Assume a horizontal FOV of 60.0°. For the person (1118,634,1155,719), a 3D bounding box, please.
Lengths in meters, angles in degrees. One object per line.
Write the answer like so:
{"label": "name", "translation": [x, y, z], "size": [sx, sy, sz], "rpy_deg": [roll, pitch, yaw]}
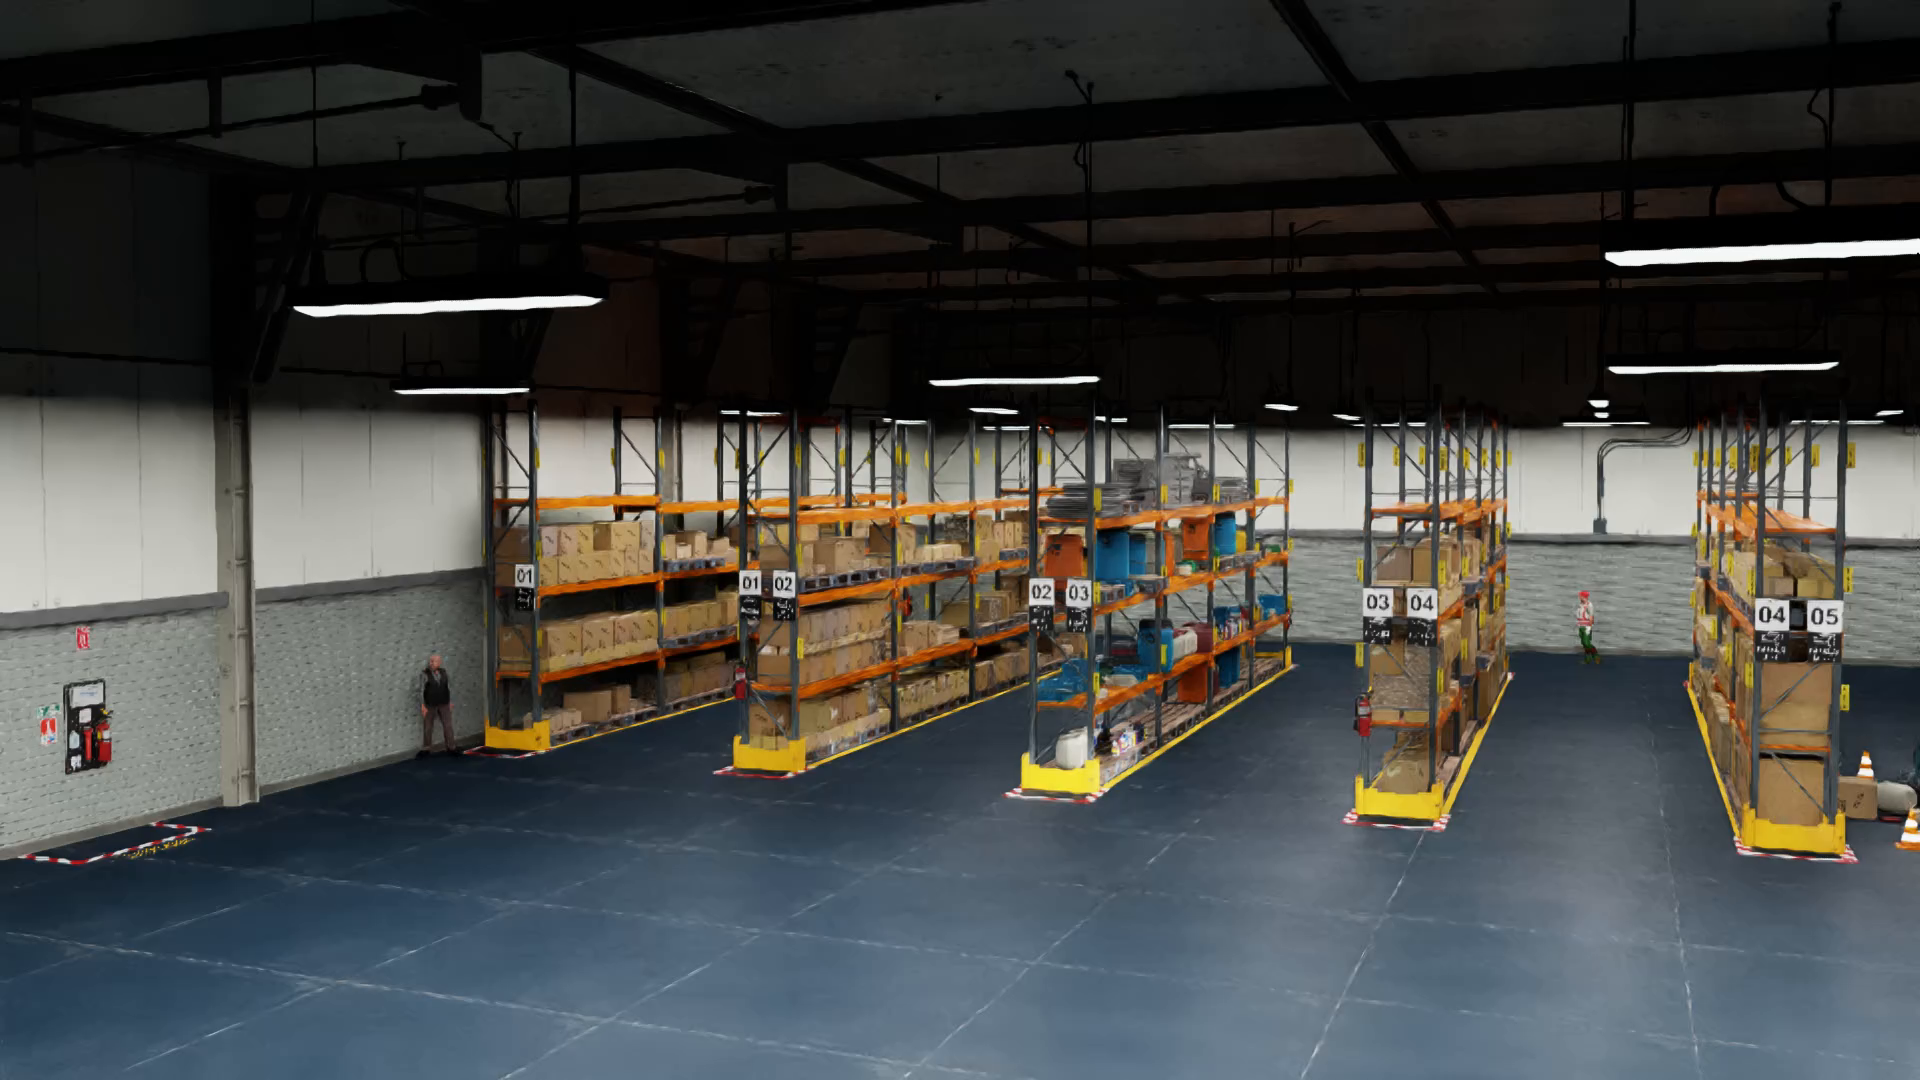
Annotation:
{"label": "person", "translation": [3.382, 2.610, 31.817], "size": [0.653, 1.642, 0.708], "rpy_deg": [-1, 3, -14]}

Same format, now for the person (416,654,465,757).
{"label": "person", "translation": [-8.718, 2.760, 27.795], "size": [0.723, 1.714, 0.531], "rpy_deg": [-2, 3, -34]}

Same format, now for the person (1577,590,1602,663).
{"label": "person", "translation": [15.264, 2.113, 40.361], "size": [0.458, 1.779, 0.704], "rpy_deg": [-1, 3, -11]}
